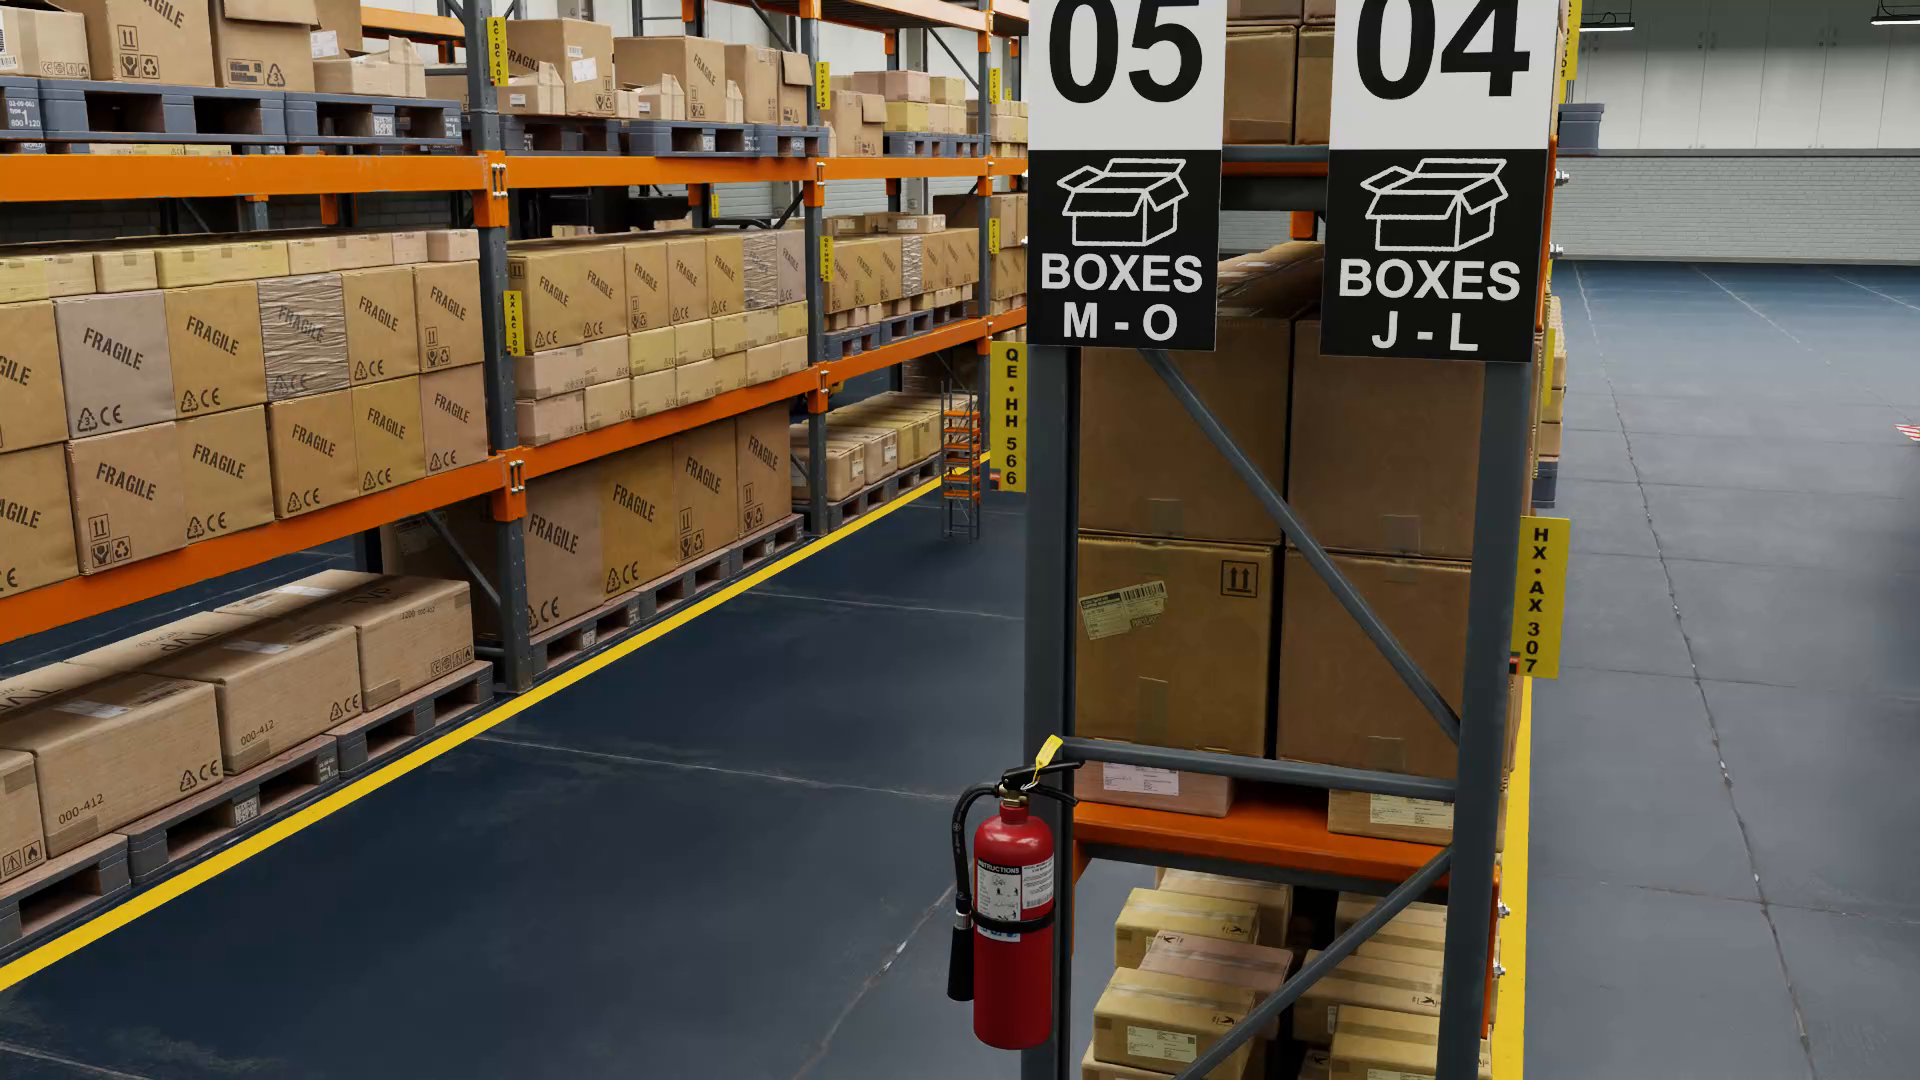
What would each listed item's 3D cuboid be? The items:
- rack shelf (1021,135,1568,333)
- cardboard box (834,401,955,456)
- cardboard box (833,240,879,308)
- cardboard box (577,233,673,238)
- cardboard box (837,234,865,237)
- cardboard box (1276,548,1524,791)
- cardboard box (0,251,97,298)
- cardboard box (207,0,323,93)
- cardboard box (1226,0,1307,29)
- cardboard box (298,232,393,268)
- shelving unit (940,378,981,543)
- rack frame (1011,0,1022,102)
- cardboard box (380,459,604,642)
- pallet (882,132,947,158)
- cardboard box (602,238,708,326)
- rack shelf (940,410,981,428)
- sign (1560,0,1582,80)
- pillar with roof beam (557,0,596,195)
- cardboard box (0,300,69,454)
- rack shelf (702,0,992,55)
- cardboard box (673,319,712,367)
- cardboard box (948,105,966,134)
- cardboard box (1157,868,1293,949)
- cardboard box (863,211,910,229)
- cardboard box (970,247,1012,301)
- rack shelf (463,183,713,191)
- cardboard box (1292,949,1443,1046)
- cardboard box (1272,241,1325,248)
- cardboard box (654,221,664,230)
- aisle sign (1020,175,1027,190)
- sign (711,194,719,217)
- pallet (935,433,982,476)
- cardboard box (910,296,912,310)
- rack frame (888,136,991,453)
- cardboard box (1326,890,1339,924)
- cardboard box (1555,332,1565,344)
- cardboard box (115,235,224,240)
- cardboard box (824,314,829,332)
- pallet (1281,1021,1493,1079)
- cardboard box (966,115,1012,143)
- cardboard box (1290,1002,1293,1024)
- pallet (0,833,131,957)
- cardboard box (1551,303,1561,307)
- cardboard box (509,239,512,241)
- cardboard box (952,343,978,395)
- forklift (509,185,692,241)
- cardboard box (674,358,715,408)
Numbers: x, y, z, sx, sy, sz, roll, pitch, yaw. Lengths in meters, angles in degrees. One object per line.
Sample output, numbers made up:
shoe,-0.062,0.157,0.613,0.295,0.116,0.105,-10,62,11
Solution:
rack shelf,1.279,-1.035,5.157,1.077,0.370,4.000,4,14,18
cardboard box,-0.599,-1.025,15.201,0.950,0.372,0.625,5,14,22
cardboard box,-0.970,-2.108,13.148,0.500,0.500,0.500,5,14,21
cardboard box,-2.221,-1.759,10.981,0.500,0.500,0.500,5,14,20
cardboard box,-1.116,-2.367,14.280,0.500,0.500,0.500,4,13,16
cardboard box,1.038,0.229,3.849,0.500,0.500,0.500,5,14,21
cardboard box,-3.395,-0.967,6.055,0.380,0.149,0.250,4,14,19
cardboard box,-3.197,-2.159,7.067,0.797,0.503,0.637,5,14,23
cardboard box,0.540,-1.250,3.698,0.500,0.250,0.500,4,13,17
cardboard box,-2.867,-1.345,7.709,0.380,0.149,0.250,4,14,18
shelving unit,0.005,-0.588,12.368,0.258,1.200,0.189,4,14,18
rack frame,1.092,-6.131,19.126,1.000,3.000,0.127,4,14,18
cardboard box,-2.666,0.015,9.511,0.875,0.875,0.875,5,14,20
pallet,-0.835,-3.394,14.297,1.213,0.211,1.003,4,14,18
cardboard box,-1.912,-1.611,10.336,0.500,0.500,0.500,4,13,17
rack shelf,0.005,-0.896,12.298,0.258,0.103,0.180,4,14,18
sign,2.442,-2.021,6.700,0.100,0.325,0.005,4,14,18
pillar with roof beam,-0.611,-6.096,18.973,9.100,9.000,0.400,4,14,18
cardboard box,-3.500,-0.563,5.743,0.500,0.500,0.500,4,13,17
rack shelf,-0.849,-4.322,13.716,1.077,0.370,4.000,4,14,18
cardboard box,-1.889,-1.245,10.416,0.500,0.250,0.500,4,13,17
cardboard box,-0.254,-3.824,15.156,0.500,0.250,0.500,4,13,17
cardboard box,0.806,1.101,5.050,0.380,0.149,0.250,4,13,16
cardboard box,-0.689,-3.005,15.618,0.380,0.149,0.250,4,14,18
cardboard box,0.204,-2.630,16.378,0.500,0.500,0.500,4,14,18
rack shelf,-4.253,-4.253,19.257,1.077,0.370,4.000,4,14,18
cardboard box,1.098,1.240,4.438,0.380,0.149,0.250,5,14,19
cardboard box,1.549,-0.948,6.761,0.500,0.500,0.500,5,14,20
cardboard box,-3.762,-3.761,19.874,0.380,0.149,0.250,5,14,20
aisle sign,0.819,-4.509,19.659,0.394,0.787,0.004,4,14,18
sign,-3.097,-4.201,21.017,0.100,0.325,0.005,4,14,18
pallet,-0.453,-0.840,15.695,1.003,0.211,1.213,4,14,18
cardboard box,-0.634,-2.056,14.376,0.380,0.149,0.250,4,13,16
rack frame,-0.202,-2.364,16.104,1.000,3.000,0.127,4,14,18
cardboard box,1.412,1.166,5.434,0.380,0.149,0.250,5,14,21
cardboard box,2.741,-0.932,8.113,0.380,0.149,0.250,4,14,18
cardboard box,-3.501,-1.270,7.384,0.380,0.149,0.250,4,13,17
cardboard box,-1.215,-1.659,12.636,0.380,0.149,0.250,4,13,15
pallet,0.953,1.673,4.684,1.003,0.211,1.213,4,14,18
cardboard box,0.199,-3.971,16.073,0.500,0.250,0.500,4,13,17
cardboard box,0.827,1.393,5.105,0.380,0.149,0.250,4,14,19
pallet,-3.900,1.348,6.107,1.003,0.211,1.213,4,14,18
cardboard box,3.327,-1.315,9.791,0.380,0.149,0.250,5,14,20
cardboard box,-5.039,-3.172,17.960,0.380,0.149,0.250,4,14,18
cardboard box,0.244,-1.698,16.739,0.500,0.500,0.500,5,14,21
forklift,-2.816,-1.722,13.445,1.130,2.935,3.031,5,14,19
cardboard box,-1.881,-1.000,10.467,0.500,0.250,0.500,4,13,17
